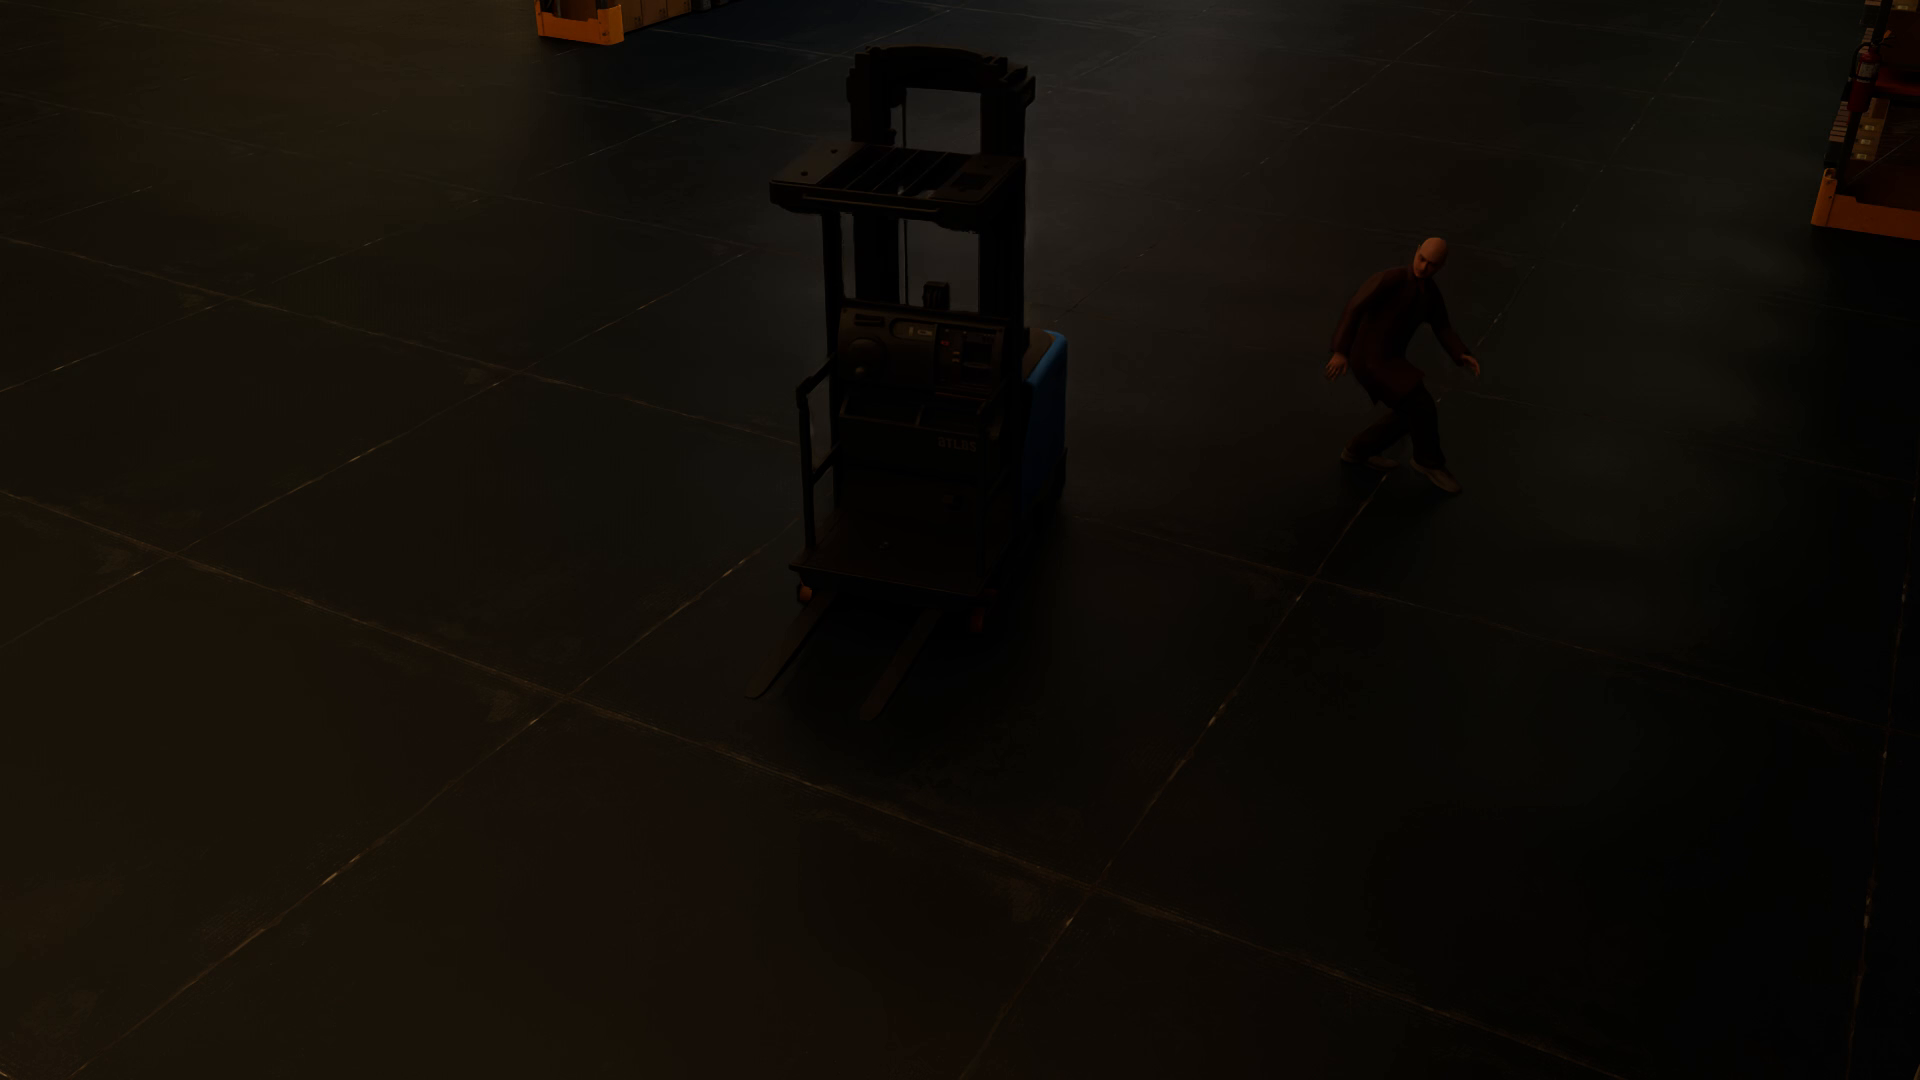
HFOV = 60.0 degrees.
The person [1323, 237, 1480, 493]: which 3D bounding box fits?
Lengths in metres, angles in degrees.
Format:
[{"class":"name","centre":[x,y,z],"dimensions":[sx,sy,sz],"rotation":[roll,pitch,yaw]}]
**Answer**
[{"class":"person","centre":[2.777,-1.053,10.261],"dimensions":[0.818,1.599,0.804],"rotation":[19,35,29]}]

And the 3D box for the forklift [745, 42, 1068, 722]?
[{"class":"forklift","centre":[-0.276,-0.971,8.752],"dimensions":[1.130,2.935,3.031],"rotation":[9,31,16]}]
